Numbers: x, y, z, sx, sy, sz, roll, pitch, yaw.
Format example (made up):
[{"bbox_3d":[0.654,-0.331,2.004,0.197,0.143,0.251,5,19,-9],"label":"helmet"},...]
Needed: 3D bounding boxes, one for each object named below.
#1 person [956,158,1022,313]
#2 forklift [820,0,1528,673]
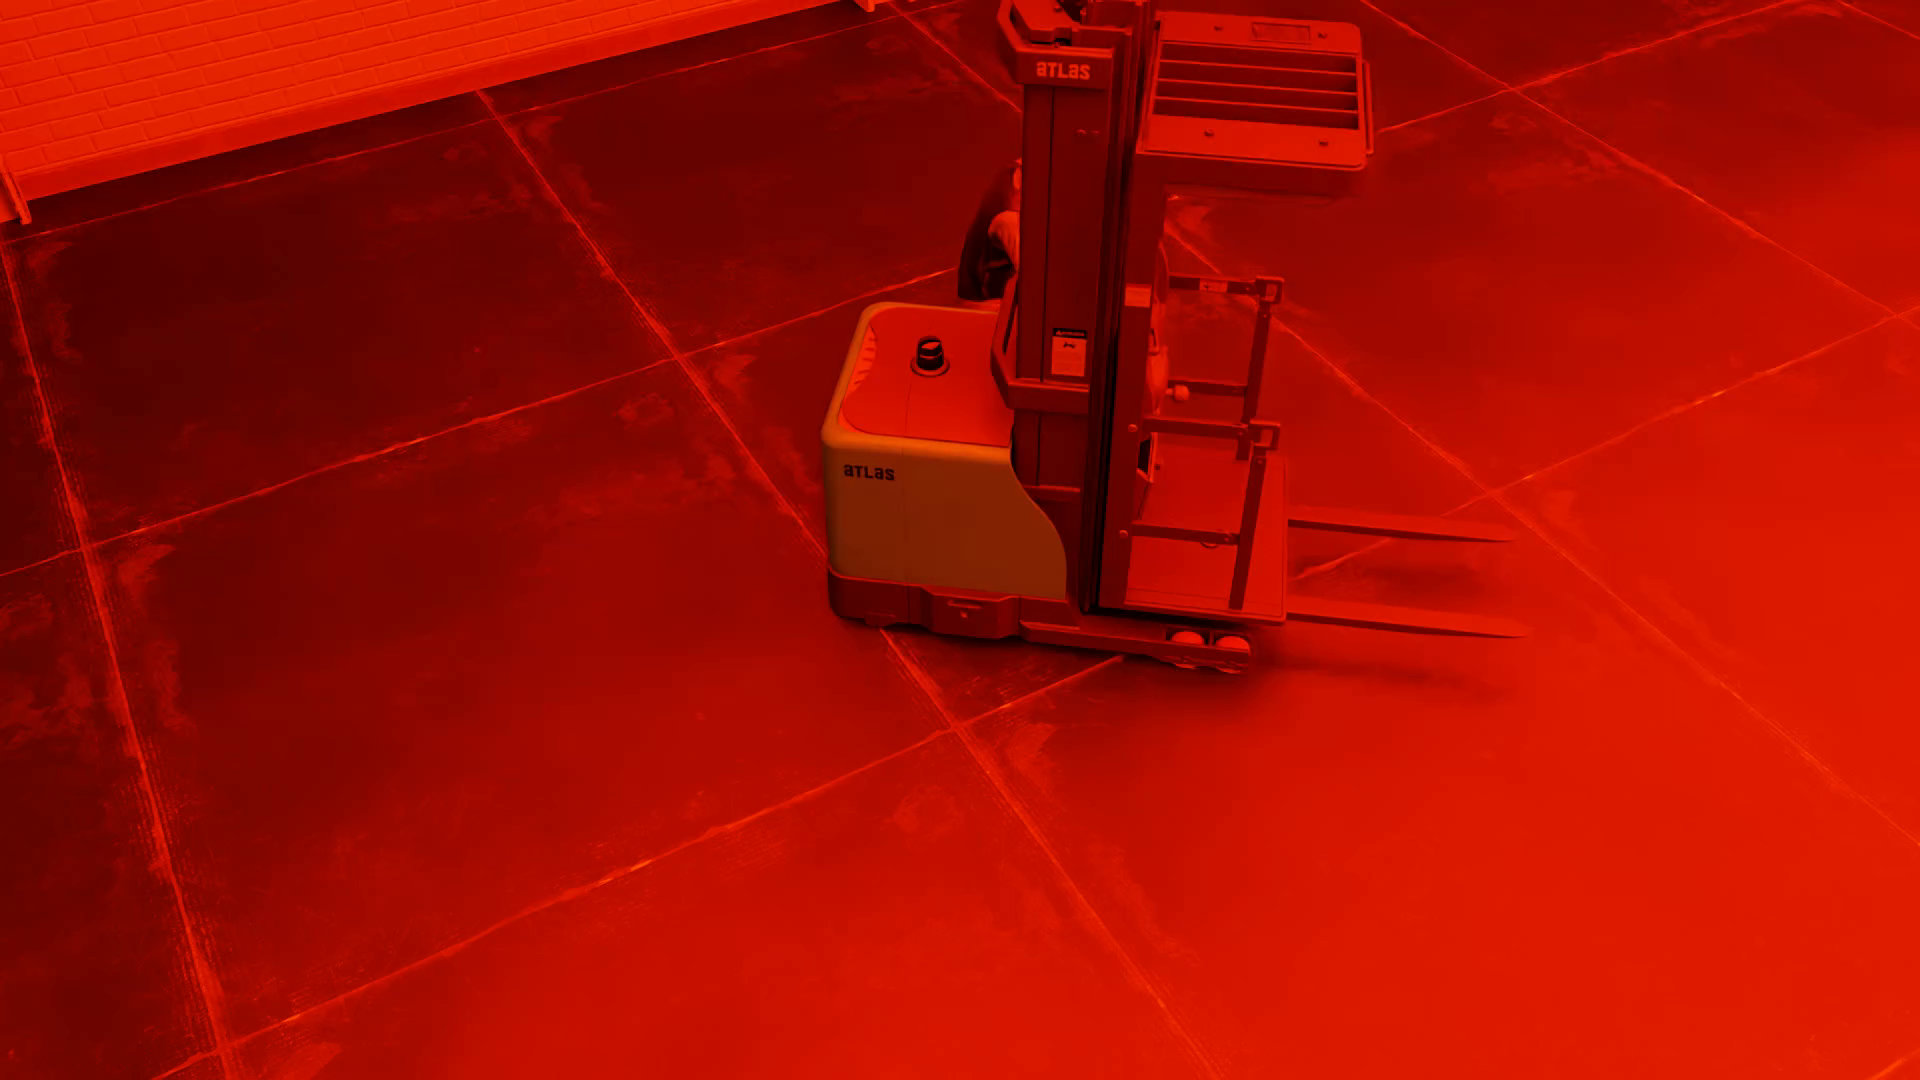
[{"bbox_3d":[0.373,-1.229,8.113,0.785,1.455,1.523,5,43,5],"label":"person"},{"bbox_3d":[0.977,-0.886,6.653,3.031,2.935,1.130,6,43,6],"label":"forklift"}]
